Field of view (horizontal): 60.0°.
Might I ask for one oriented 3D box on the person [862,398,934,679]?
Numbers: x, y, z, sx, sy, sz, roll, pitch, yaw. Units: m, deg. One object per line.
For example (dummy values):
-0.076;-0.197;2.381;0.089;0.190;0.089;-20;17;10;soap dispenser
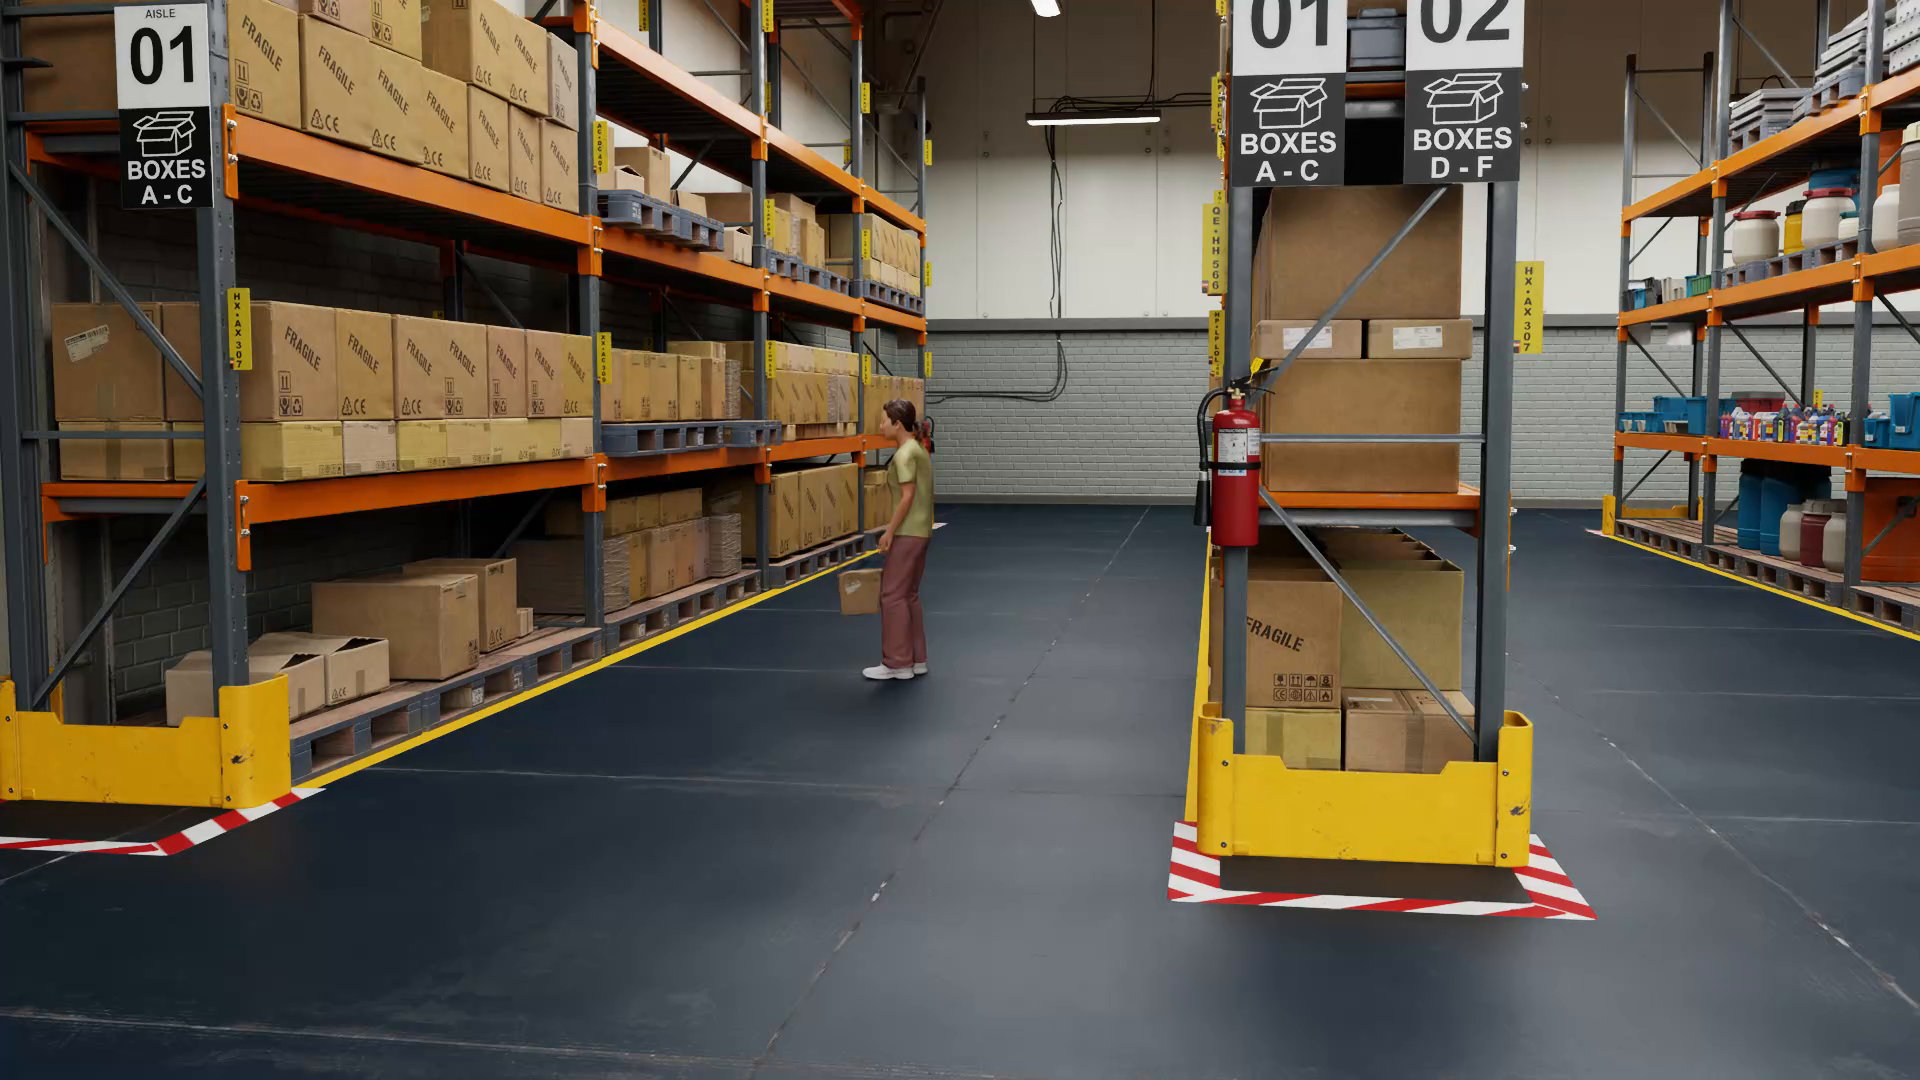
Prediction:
-0.373;0.010;9.969;0.402;1.636;0.481;1;5;7;person
